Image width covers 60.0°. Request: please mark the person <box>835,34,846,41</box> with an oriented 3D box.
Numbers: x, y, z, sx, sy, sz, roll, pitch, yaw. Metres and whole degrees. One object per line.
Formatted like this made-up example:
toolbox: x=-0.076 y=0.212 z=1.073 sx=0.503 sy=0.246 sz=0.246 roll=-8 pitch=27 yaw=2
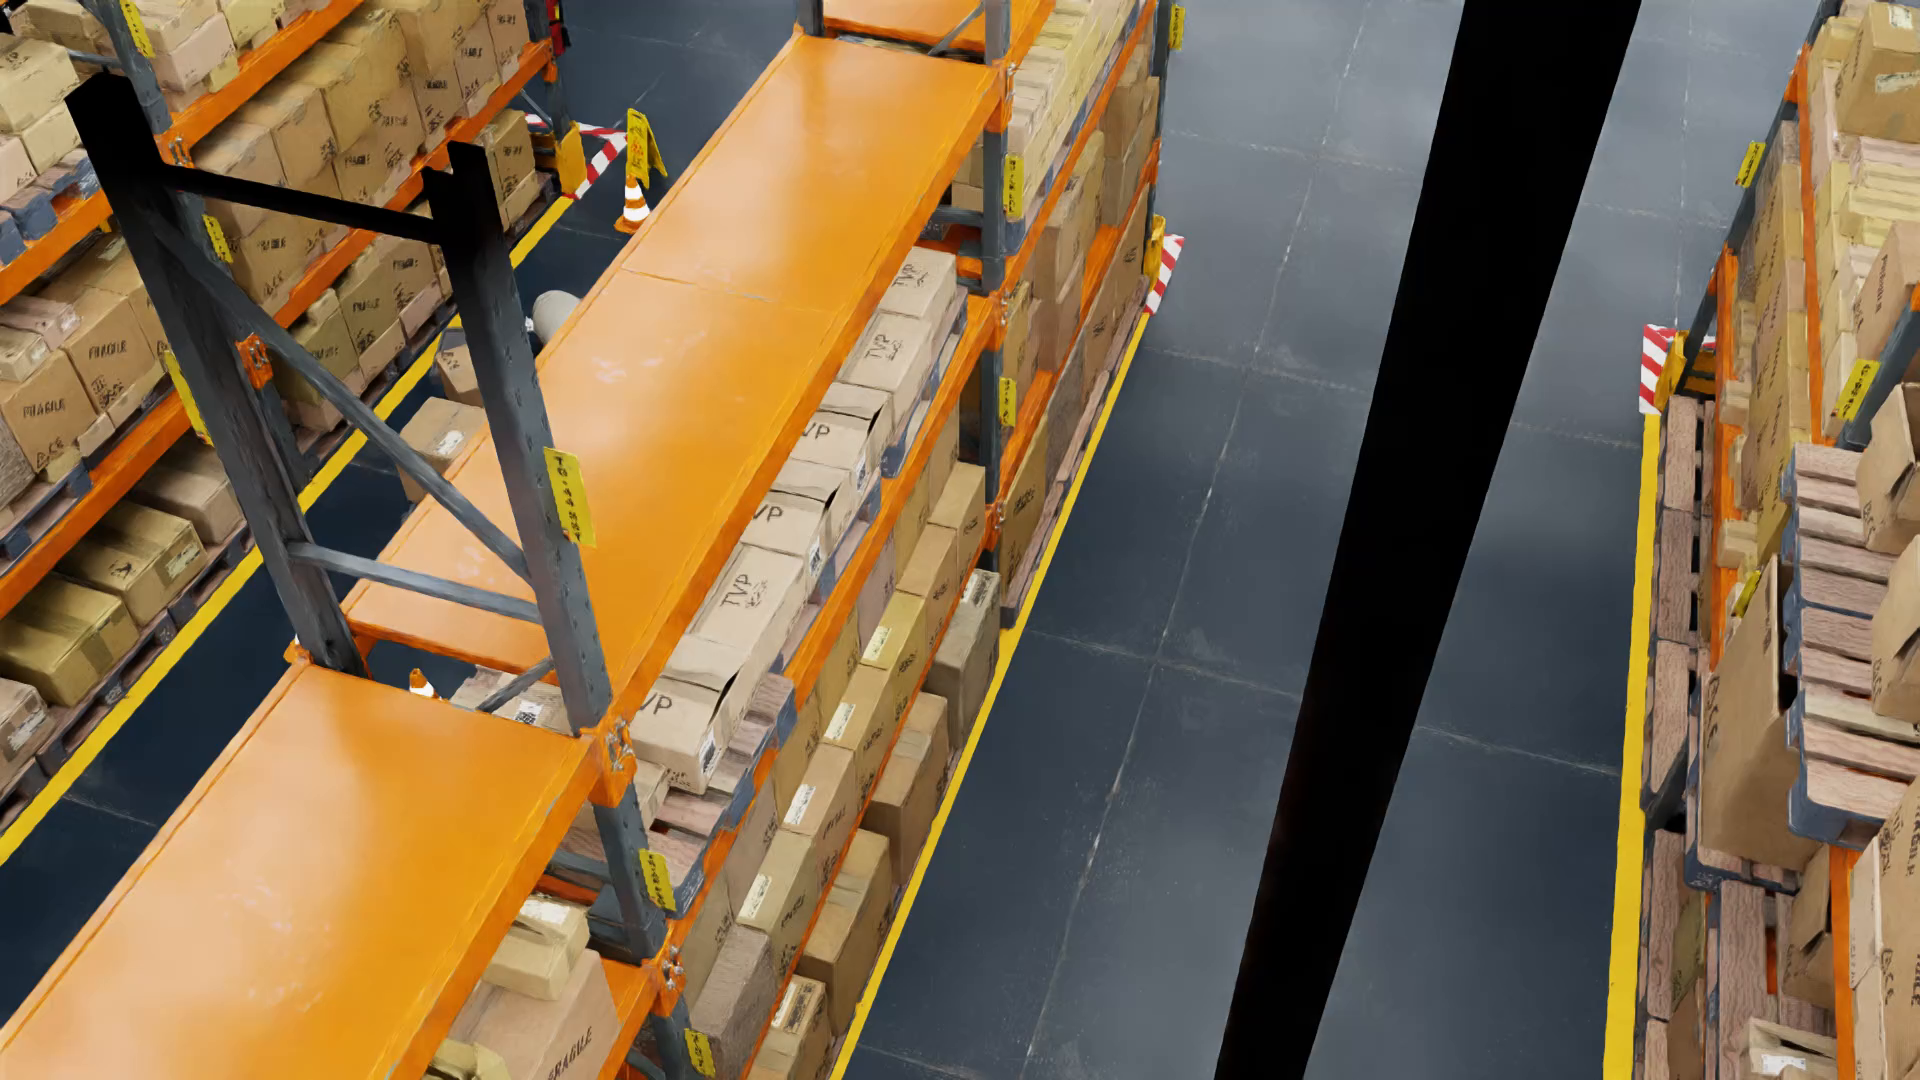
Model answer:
person: x=-1.111 y=-4.114 z=14.074 sx=0.455 sy=1.542 sz=0.885 roll=33 pitch=54 yaw=28
